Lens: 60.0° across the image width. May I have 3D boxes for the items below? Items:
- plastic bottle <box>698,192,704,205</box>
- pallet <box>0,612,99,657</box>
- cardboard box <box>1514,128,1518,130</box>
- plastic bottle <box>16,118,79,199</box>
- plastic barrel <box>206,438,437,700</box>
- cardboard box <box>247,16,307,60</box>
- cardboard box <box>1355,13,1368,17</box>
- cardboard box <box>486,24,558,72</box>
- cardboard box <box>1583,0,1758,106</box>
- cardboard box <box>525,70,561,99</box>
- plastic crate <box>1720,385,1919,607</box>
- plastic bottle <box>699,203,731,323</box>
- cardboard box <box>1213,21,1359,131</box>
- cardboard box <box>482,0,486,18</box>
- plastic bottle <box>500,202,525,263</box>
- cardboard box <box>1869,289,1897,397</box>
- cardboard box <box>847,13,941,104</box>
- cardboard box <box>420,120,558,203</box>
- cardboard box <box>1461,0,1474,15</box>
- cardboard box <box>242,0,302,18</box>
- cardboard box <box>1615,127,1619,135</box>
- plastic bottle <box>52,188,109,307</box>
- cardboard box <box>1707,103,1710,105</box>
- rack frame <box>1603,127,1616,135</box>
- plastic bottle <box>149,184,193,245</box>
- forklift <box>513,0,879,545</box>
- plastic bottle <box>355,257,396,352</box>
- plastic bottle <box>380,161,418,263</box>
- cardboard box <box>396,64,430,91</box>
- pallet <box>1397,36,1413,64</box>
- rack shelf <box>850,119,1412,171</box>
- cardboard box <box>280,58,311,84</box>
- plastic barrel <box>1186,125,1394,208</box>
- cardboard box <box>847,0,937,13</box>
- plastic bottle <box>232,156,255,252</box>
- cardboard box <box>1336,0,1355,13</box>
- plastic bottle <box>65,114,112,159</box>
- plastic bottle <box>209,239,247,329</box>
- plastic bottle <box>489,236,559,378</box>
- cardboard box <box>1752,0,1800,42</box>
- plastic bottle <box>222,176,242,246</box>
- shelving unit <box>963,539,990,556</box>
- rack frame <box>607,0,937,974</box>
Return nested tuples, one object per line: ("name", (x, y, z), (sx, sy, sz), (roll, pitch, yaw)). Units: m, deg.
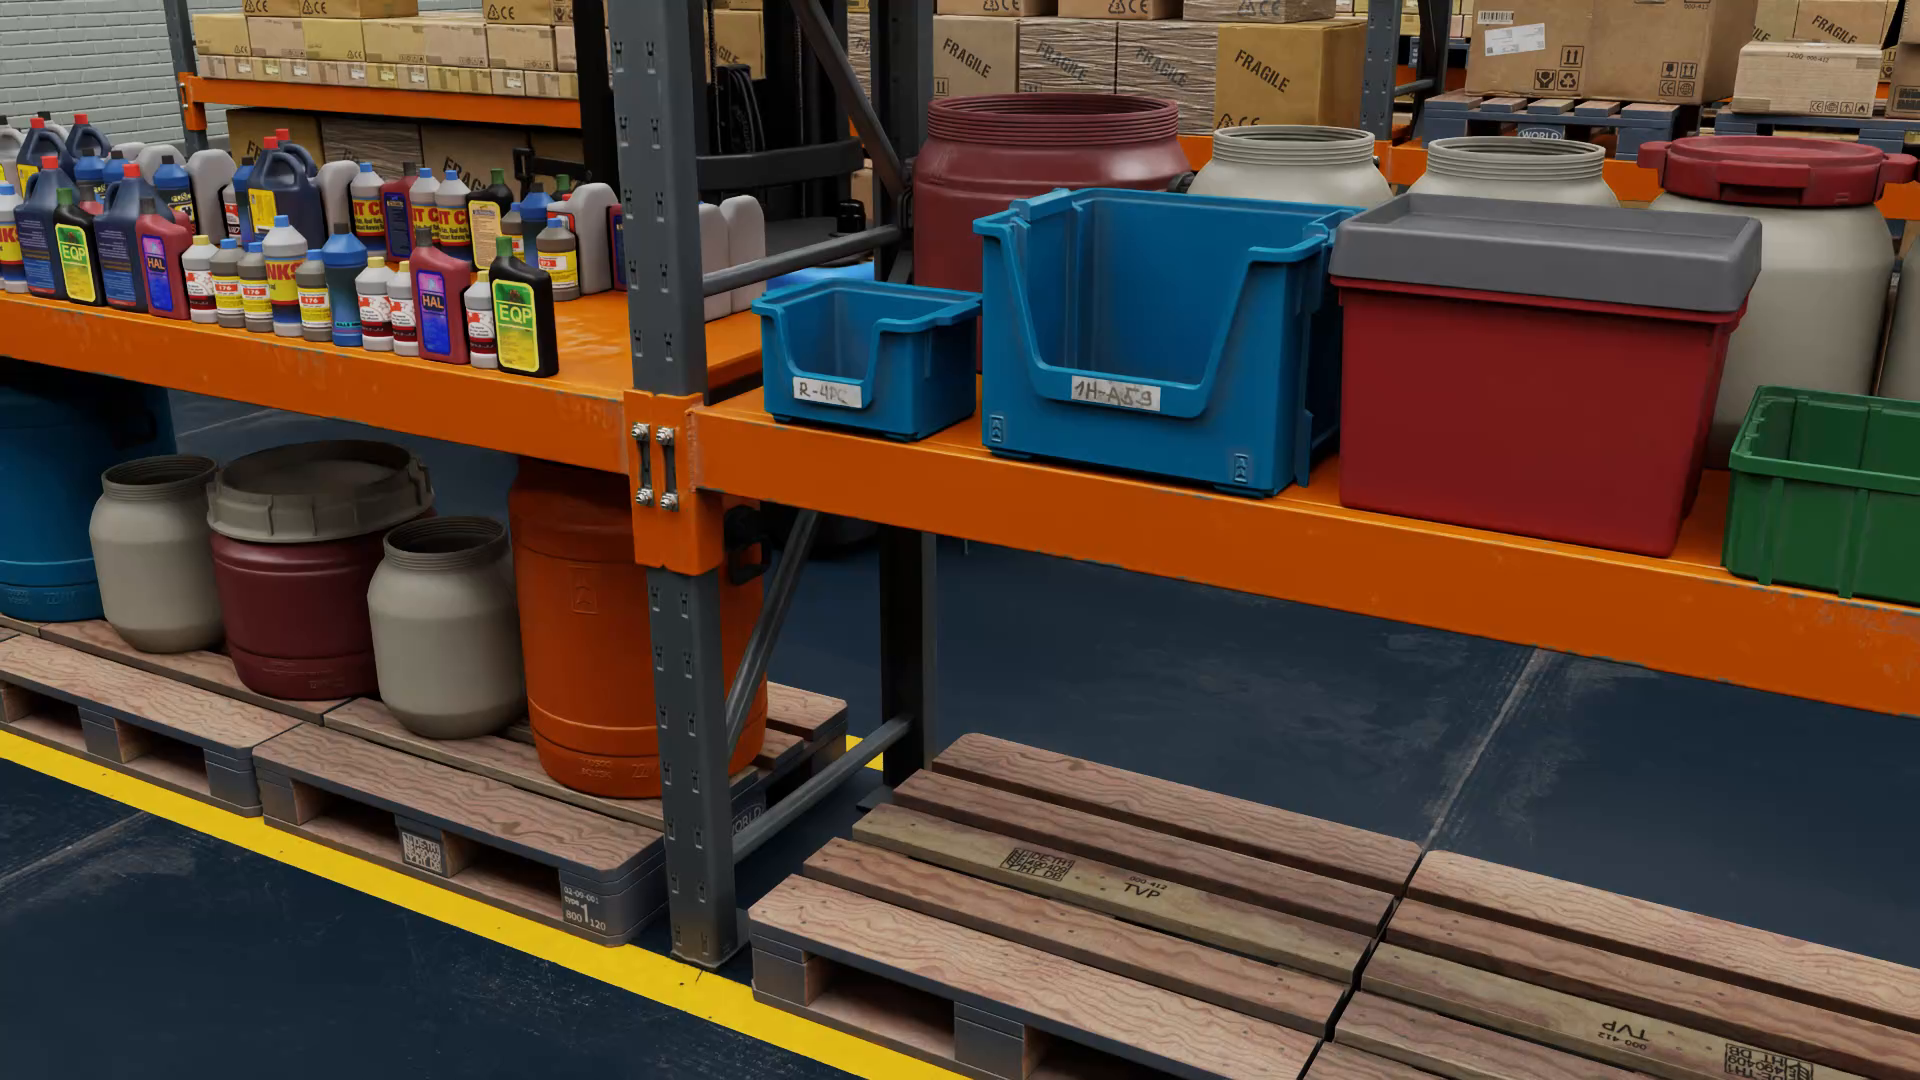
("plastic bottle", (-0.663, -0.739, 4.192), (0.097, 0.271, 0.097), (0, 20, 0))
("pallet", (-3.194, 0.183, 5.552), (1.213, 0.211, 1.003), (11, 23, 27))
("cardboard box", (3.843, -2.948, 12.045), (0.500, 0.250, 0.500), (10, 22, 26))
("plastic bottle", (-2.794, -1.117, 5.117), (0.185, 0.351, 0.144), (11, 23, 27))
("plastic barrel", (-1.777, 0.068, 4.698), (0.708, 0.588, 0.600), (11, 23, 27))
("cardboard box", (-4.179, -3.233, 10.663), (0.500, 0.250, 0.500), (10, 22, 27))
("cardboard box", (3.020, -3.734, 12.012), (0.250, 0.149, 0.380), (10, 22, 25))
("cardboard box", (-2.398, -2.893, 9.726), (0.500, 0.250, 0.500), (12, 23, 29))
("cardboard box", (3.087, -2.182, 7.218), (0.500, 0.500, 0.700), (15, 25, 35))
("cardboard box", (-2.307, -2.664, 9.678), (0.250, 0.149, 0.380), (10, 22, 26))
("plastic crate", (1.479, -0.044, 2.399), (0.662, 0.188, 0.450), (11, 23, 27))
("plastic bottle", (-0.649, -0.668, 3.990), (0.135, 0.276, 0.152), (11, 23, 27))
("cardboard box", (1.509, -2.133, 7.701), (0.500, 0.500, 0.500), (12, 23, 29))
("cardboard box", (-2.608, -3.490, 10.272), (0.500, 0.500, 0.500), (10, 22, 26))
("plastic bottle", (-1.184, -0.805, 4.477), (0.097, 0.201, 0.097), (0, 20, 0))
("cardboard box", (4.131, -0.731, 7.002), (0.500, 0.500, 0.700), (9, 22, 23))
("cardboard box", (-0.276, -2.473, 8.636), (0.500, 0.500, 0.500), (10, 22, 26))
("cardboard box", (-2.755, -2.225, 10.601), (0.875, 0.875, 0.875), (11, 23, 27))
("cardboard box", (3.680, -3.748, 11.614), (0.250, 0.149, 0.380), (12, 23, 29))
("cardboard box", (-4.200, -3.587, 10.539), (0.500, 0.500, 0.500), (10, 22, 26))
("cardboard box", (6.331, -4.367, 16.504), (0.875, 0.875, 0.875), (11, 22, 27))
("plastic bottle", (-2.192, -0.732, 4.155), (0.133, 0.283, 0.061), (11, 23, 27))
("cardboard box", (9.080, -5.682, 20.682), (0.500, 0.500, 0.500), (12, 23, 29))
("rack frame", (4.567, -3.538, 11.719), (0.127, 3.000, 1.000), (11, 23, 27))
("plastic bottle", (-2.005, -0.753, 4.213), (0.133, 0.283, 0.061), (11, 23, 27))
("forklift", (-1.244, -1.752, 6.896), (3.031, 2.935, 1.130), (17, 26, 39))
("plastic bottle", (-1.295, -0.530, 3.718), (0.097, 0.201, 0.097), (0, 20, 0))
("plastic bottle", (-1.562, -0.923, 4.681), (0.133, 0.283, 0.061), (11, 23, 27))
("cardboard box", (-3.202, -2.835, 10.149), (0.250, 0.149, 0.380), (11, 23, 28))
("pallet", (2.819, -3.765, 12.626), (1.213, 0.211, 1.003), (11, 23, 27))
("rack shelf", (0.314, -2.073, 8.735), (4.000, 0.370, 1.077), (11, 23, 27))
("cardboard box", (-4.098, -3.005, 10.620), (0.250, 0.149, 0.380), (10, 22, 26))
("plastic barrel", (0.647, -0.549, 3.315), (0.421, 0.512, 0.421), (0, 20, 0))
("cardboard box", (-0.277, -3.041, 8.731), (0.637, 0.503, 0.797), (11, 23, 28))
("plastic bottle", (-2.065, -0.982, 4.862), (0.097, 0.271, 0.097), (0, 20, 0))
("cardboard box", (2.787, -3.918, 12.082), (0.250, 0.149, 0.380), (11, 23, 29))
("plastic bottle", (-2.724, -1.159, 5.235), (0.185, 0.351, 0.144), (11, 23, 27))
("plastic bottle", (-1.720, -0.611, 3.941), (0.097, 0.201, 0.097), (0, 20, 0))
("plastic bottle", (-0.916, -0.489, 3.486), (0.133, 0.283, 0.061), (11, 23, 27))
("cardboard box", (5.273, -3.346, 11.044), (0.500, 0.500, 0.500), (11, 22, 27))
("plastic bottle", (-2.152, -0.989, 4.985), (0.097, 0.201, 0.097), (0, 20, 0))
("shelving unit", (-0.020, -0.487, 6.168), (0.252, 1.050, 0.215), (15, 25, 35))
("rack frame", (-0.355, -0.604, 3.630), (0.127, 3.000, 1.000), (11, 23, 27))
